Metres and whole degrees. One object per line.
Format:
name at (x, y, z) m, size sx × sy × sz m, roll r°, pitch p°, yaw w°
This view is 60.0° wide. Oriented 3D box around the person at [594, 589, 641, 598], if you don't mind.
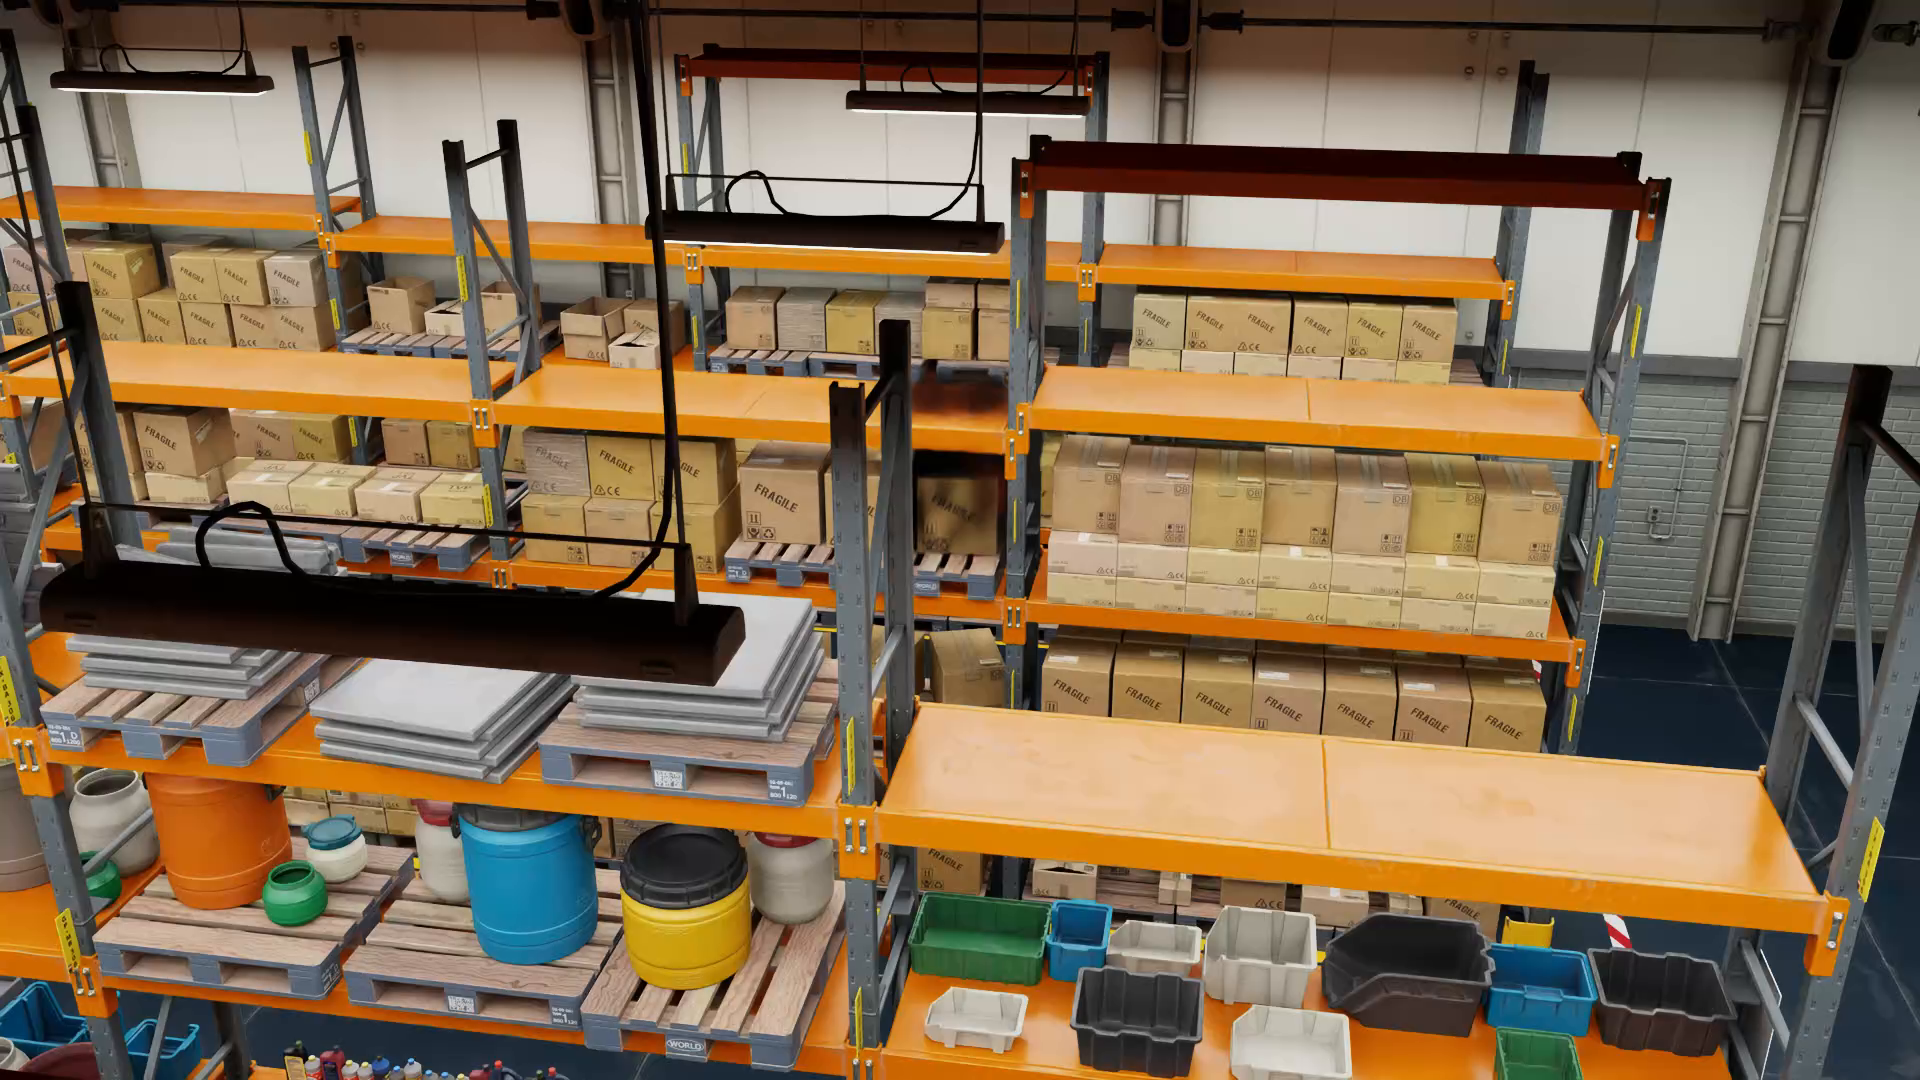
person at (-3.410, 0.556, 16.808) m, size 0.617 × 1.817 × 0.406 m, roll 6°, pitch 24°, yaw 13°
